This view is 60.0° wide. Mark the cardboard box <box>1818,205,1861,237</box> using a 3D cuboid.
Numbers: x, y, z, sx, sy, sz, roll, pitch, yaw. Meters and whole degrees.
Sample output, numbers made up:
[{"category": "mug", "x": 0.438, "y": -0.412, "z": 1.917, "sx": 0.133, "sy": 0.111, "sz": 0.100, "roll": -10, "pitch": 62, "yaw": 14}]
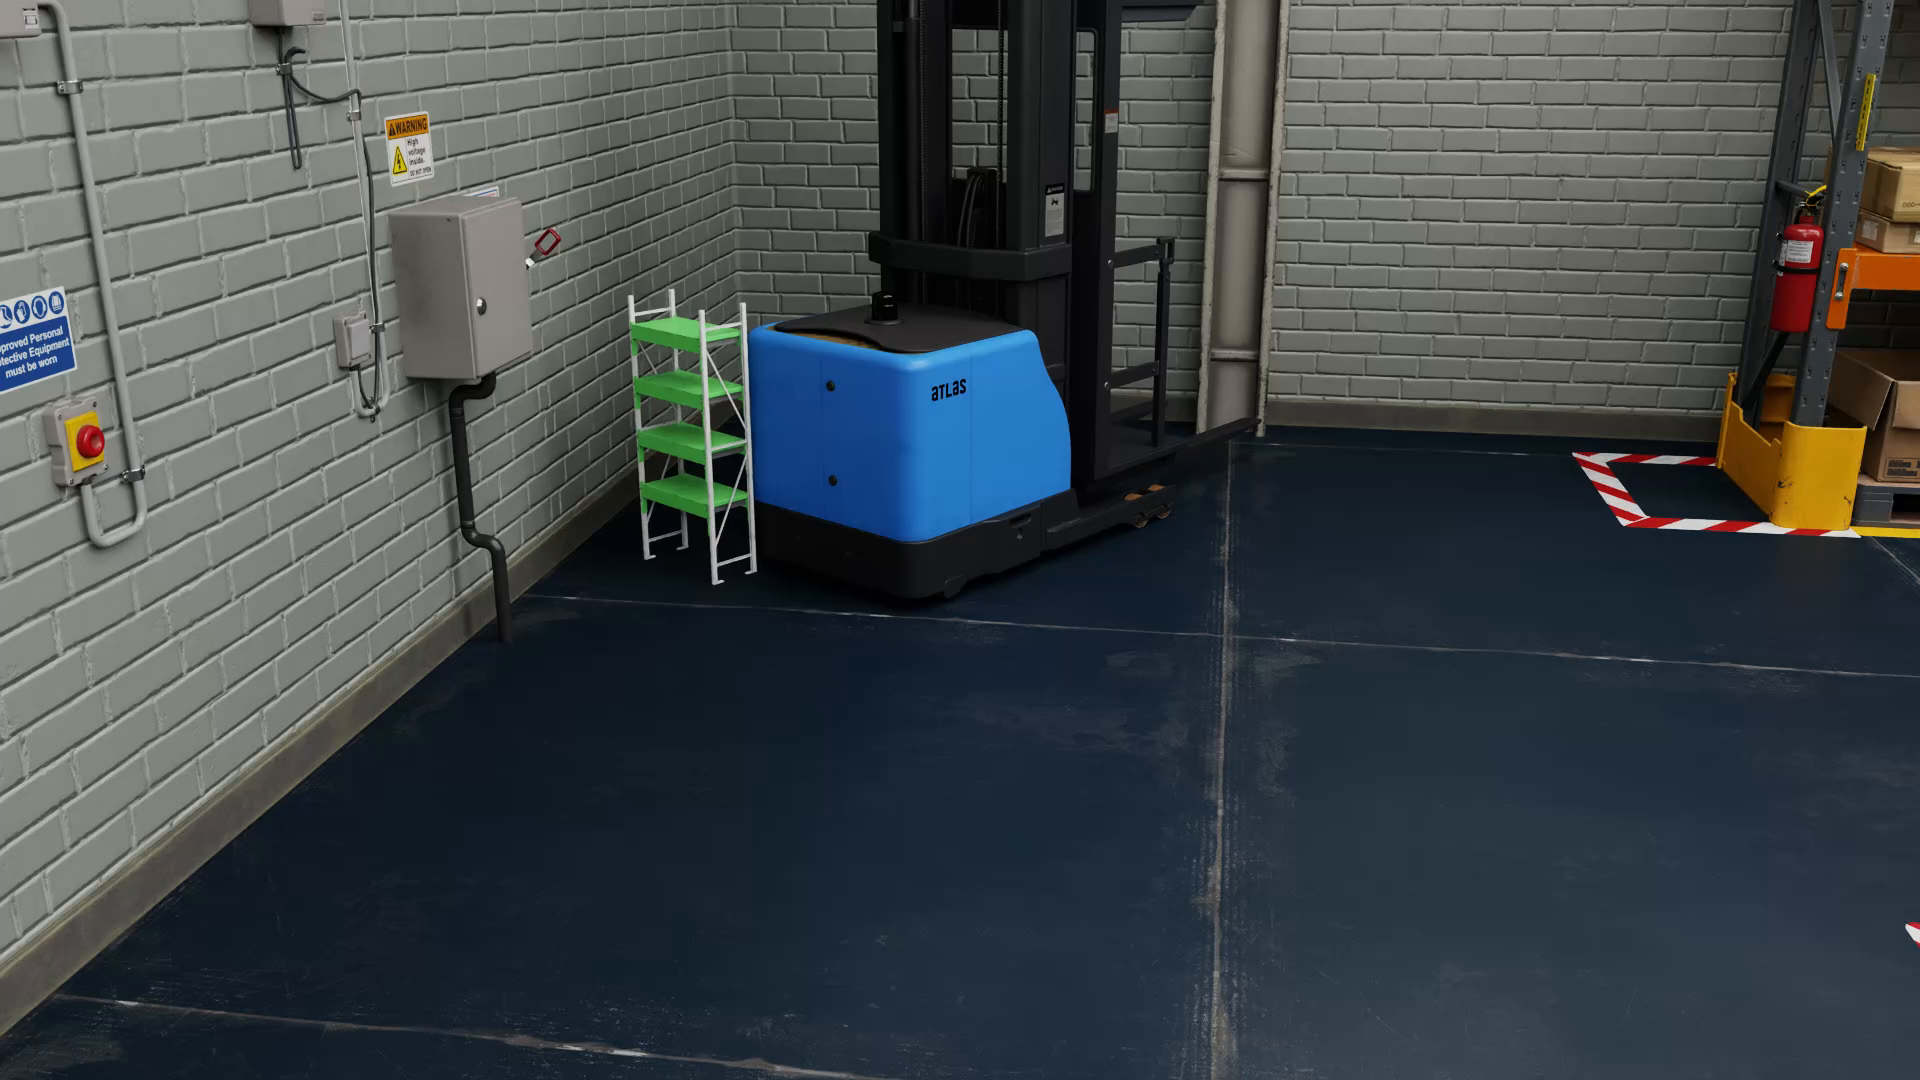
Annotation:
[{"category": "cardboard box", "x": 4.475, "y": -1.607, "z": 8.273, "sx": 0.250, "sy": 0.149, "sz": 0.380, "roll": 3, "pitch": 19, "yaw": 8}]

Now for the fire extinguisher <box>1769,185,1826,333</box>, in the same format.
[{"category": "fire extinguisher", "x": 3.886, "y": -1.307, "z": 7.693, "sx": 0.183, "sy": 0.674, "sz": 0.296, "roll": 3, "pitch": 19, "yaw": 9}]

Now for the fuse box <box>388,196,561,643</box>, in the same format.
[{"category": "fuse box", "x": -1.772, "y": -0.419, "z": 6.360, "sx": 0.414, "sy": 1.711, "sz": 0.539, "roll": 3, "pitch": 19, "yaw": 9}]

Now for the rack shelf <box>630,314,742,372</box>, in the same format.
[{"category": "rack shelf", "x": -1.168, "y": -0.850, "z": 7.142, "sx": 0.480, "sy": 0.148, "sz": 0.258, "roll": 17, "pitch": 25, "yaw": 41}]

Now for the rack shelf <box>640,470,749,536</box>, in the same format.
[{"category": "rack shelf", "x": -1.168, "y": -0.167, "z": 7.370, "sx": 0.480, "sy": 0.148, "sz": 0.258, "roll": 17, "pitch": 25, "yaw": 41}]

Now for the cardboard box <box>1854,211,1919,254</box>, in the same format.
[{"category": "cardboard box", "x": 4.386, "y": -1.437, "z": 7.766, "sx": 0.250, "sy": 0.149, "sz": 0.380, "roll": 3, "pitch": 19, "yaw": 8}]

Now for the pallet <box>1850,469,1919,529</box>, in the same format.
[{"category": "pallet", "x": 4.967, "y": -0.292, "z": 8.344, "sx": 1.213, "sy": 0.211, "sz": 1.003, "roll": 3, "pitch": 19, "yaw": 9}]

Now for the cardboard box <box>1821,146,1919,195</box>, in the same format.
[{"category": "cardboard box", "x": 4.601, "y": -1.788, "z": 8.188, "sx": 0.500, "sy": 0.250, "sz": 0.500, "roll": 3, "pitch": 19, "yaw": 10}]

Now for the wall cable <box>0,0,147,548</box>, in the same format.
[{"category": "wall cable", "x": -2.250, "y": -0.876, "z": 4.044, "sx": 0.123, "sy": 1.953, "sz": 0.585, "roll": 3, "pitch": 19, "yaw": 9}]

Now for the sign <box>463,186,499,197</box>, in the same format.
[{"category": "sign", "x": -1.899, "y": -1.150, "z": 6.664, "sx": 0.001, "sy": 0.494, "sz": 0.329, "roll": 3, "pitch": 19, "yaw": 9}]

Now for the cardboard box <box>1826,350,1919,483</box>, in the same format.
[{"category": "cardboard box", "x": 4.694, "y": -0.613, "z": 8.181, "sx": 0.637, "sy": 0.503, "sz": 0.797, "roll": 2, "pitch": 19, "yaw": 6}]

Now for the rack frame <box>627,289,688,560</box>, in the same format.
[{"category": "rack frame", "x": -1.346, "y": -0.509, "z": 7.432, "sx": 0.015, "sy": 1.200, "sz": 0.240, "roll": 17, "pitch": 25, "yaw": 41}]

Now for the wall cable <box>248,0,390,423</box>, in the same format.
[{"category": "wall cable", "x": -2.036, "y": -1.306, "z": 5.379, "sx": 0.122, "sy": 1.984, "sz": 0.588, "roll": 3, "pitch": 19, "yaw": 9}]

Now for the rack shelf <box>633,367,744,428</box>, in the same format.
[{"category": "rack shelf", "x": -1.168, "y": -0.623, "z": 7.218, "sx": 0.480, "sy": 0.148, "sz": 0.258, "roll": 17, "pitch": 25, "yaw": 41}]

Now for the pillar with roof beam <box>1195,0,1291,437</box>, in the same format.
[{"category": "pillar with roof beam", "x": 0.903, "y": -3.573, "z": 4.299, "sx": 0.400, "sy": 9.000, "sz": 9.100, "roll": 3, "pitch": 19, "yaw": 9}]

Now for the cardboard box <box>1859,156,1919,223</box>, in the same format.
[{"category": "cardboard box", "x": 4.510, "y": -1.621, "z": 7.688, "sx": 0.500, "sy": 0.250, "sz": 0.500, "roll": 3, "pitch": 19, "yaw": 9}]

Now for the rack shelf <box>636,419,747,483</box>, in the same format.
[{"category": "rack shelf", "x": -1.168, "y": -0.395, "z": 7.294, "sx": 0.480, "sy": 0.148, "sz": 0.258, "roll": 17, "pitch": 25, "yaw": 41}]

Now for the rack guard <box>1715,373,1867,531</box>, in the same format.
[{"category": "rack guard", "x": 4.180, "y": -0.469, "z": 8.417, "sx": 0.348, "sy": 0.500, "sz": 1.175, "roll": 3, "pitch": 19, "yaw": 9}]

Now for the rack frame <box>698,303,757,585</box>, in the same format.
[{"category": "rack frame", "x": -0.990, "y": -0.402, "z": 7.115, "sx": 0.015, "sy": 1.200, "sz": 0.240, "roll": 17, "pitch": 25, "yaw": 41}]

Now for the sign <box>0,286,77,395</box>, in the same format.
[{"category": "sign", "x": -2.318, "y": -0.496, "z": 4.131, "sx": 0.001, "sy": 0.218, "sz": 0.327, "roll": 3, "pitch": 19, "yaw": 9}]

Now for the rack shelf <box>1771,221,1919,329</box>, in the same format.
[{"category": "rack shelf", "x": 6.080, "y": -1.217, "z": 7.845, "sx": 4.000, "sy": 0.370, "sz": 1.077, "roll": 3, "pitch": 19, "yaw": 9}]

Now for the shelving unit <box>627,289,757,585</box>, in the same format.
[{"category": "shelving unit", "x": -1.168, "y": -0.456, "z": 7.274, "sx": 0.503, "sy": 1.200, "sz": 0.258, "roll": 17, "pitch": 25, "yaw": 41}]

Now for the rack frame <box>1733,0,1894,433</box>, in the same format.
[{"category": "rack frame", "x": 4.105, "y": -1.658, "z": 8.032, "sx": 0.127, "sy": 3.000, "sz": 1.000, "roll": 3, "pitch": 19, "yaw": 9}]

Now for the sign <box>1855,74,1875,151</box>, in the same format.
[{"category": "sign", "x": 4.019, "y": -1.899, "z": 7.387, "sx": 0.005, "sy": 0.325, "sz": 0.100, "roll": 3, "pitch": 19, "yaw": 9}]

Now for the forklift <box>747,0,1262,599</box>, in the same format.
[{"category": "forklift", "x": 0.406, "y": -1.540, "z": 7.786, "sx": 1.130, "sy": 2.935, "sz": 3.031, "roll": 15, "pitch": 24, "yaw": 38}]

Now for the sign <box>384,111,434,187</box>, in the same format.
[{"category": "sign", "x": -1.986, "y": -1.415, "z": 6.004, "sx": 0.001, "sy": 0.242, "sz": 0.339, "roll": 3, "pitch": 19, "yaw": 9}]
